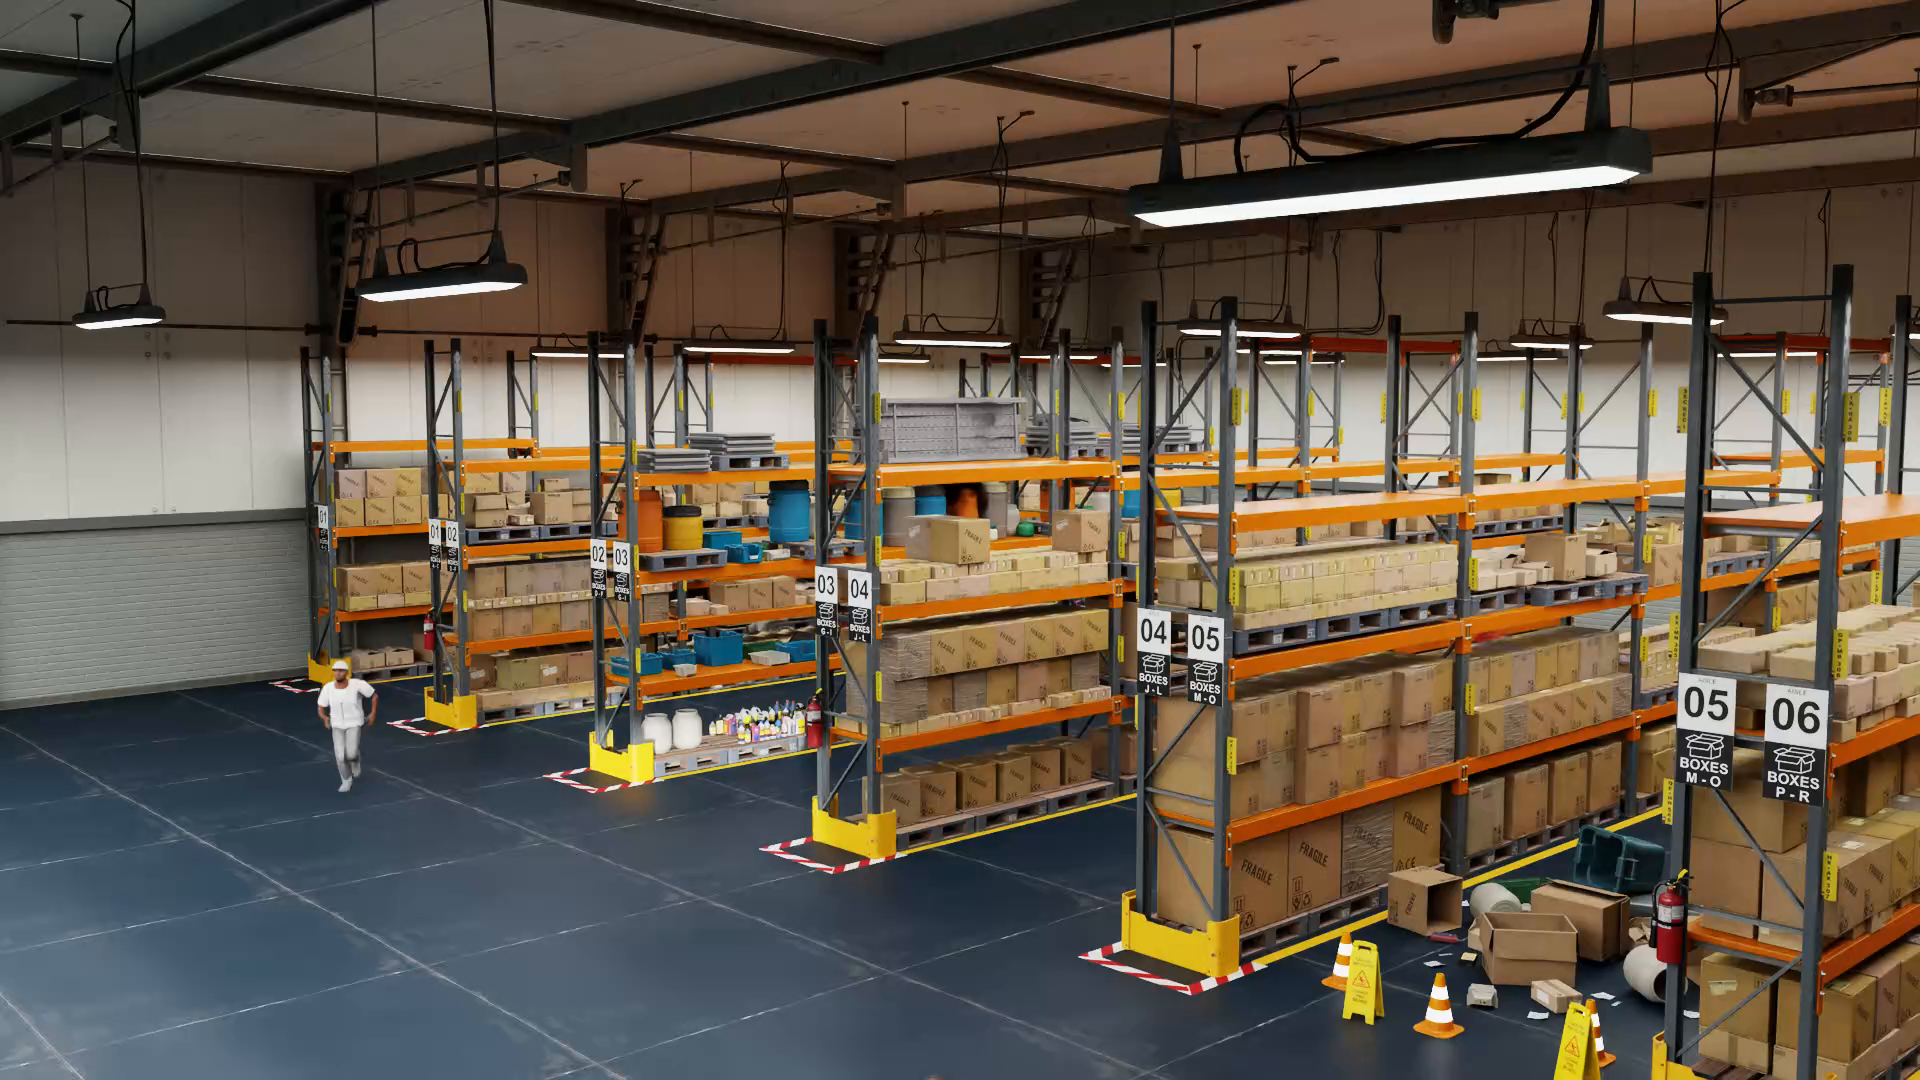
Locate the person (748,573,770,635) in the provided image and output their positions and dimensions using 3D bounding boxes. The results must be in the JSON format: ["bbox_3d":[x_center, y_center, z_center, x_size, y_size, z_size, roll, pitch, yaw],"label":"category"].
[{"bbox_3d":[-3.916,1.399,32.865,0.668,1.749,0.583,4,7,42],"label":"person"}]

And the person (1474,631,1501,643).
[{"bbox_3d":[8.044,2.046,25.437,0.984,1.713,0.677,-4,7,-40],"label":"person"}]

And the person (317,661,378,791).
[{"bbox_3d":[-7.964,2.415,21.586,0.729,1.723,0.642,-1,5,-6],"label":"person"}]
